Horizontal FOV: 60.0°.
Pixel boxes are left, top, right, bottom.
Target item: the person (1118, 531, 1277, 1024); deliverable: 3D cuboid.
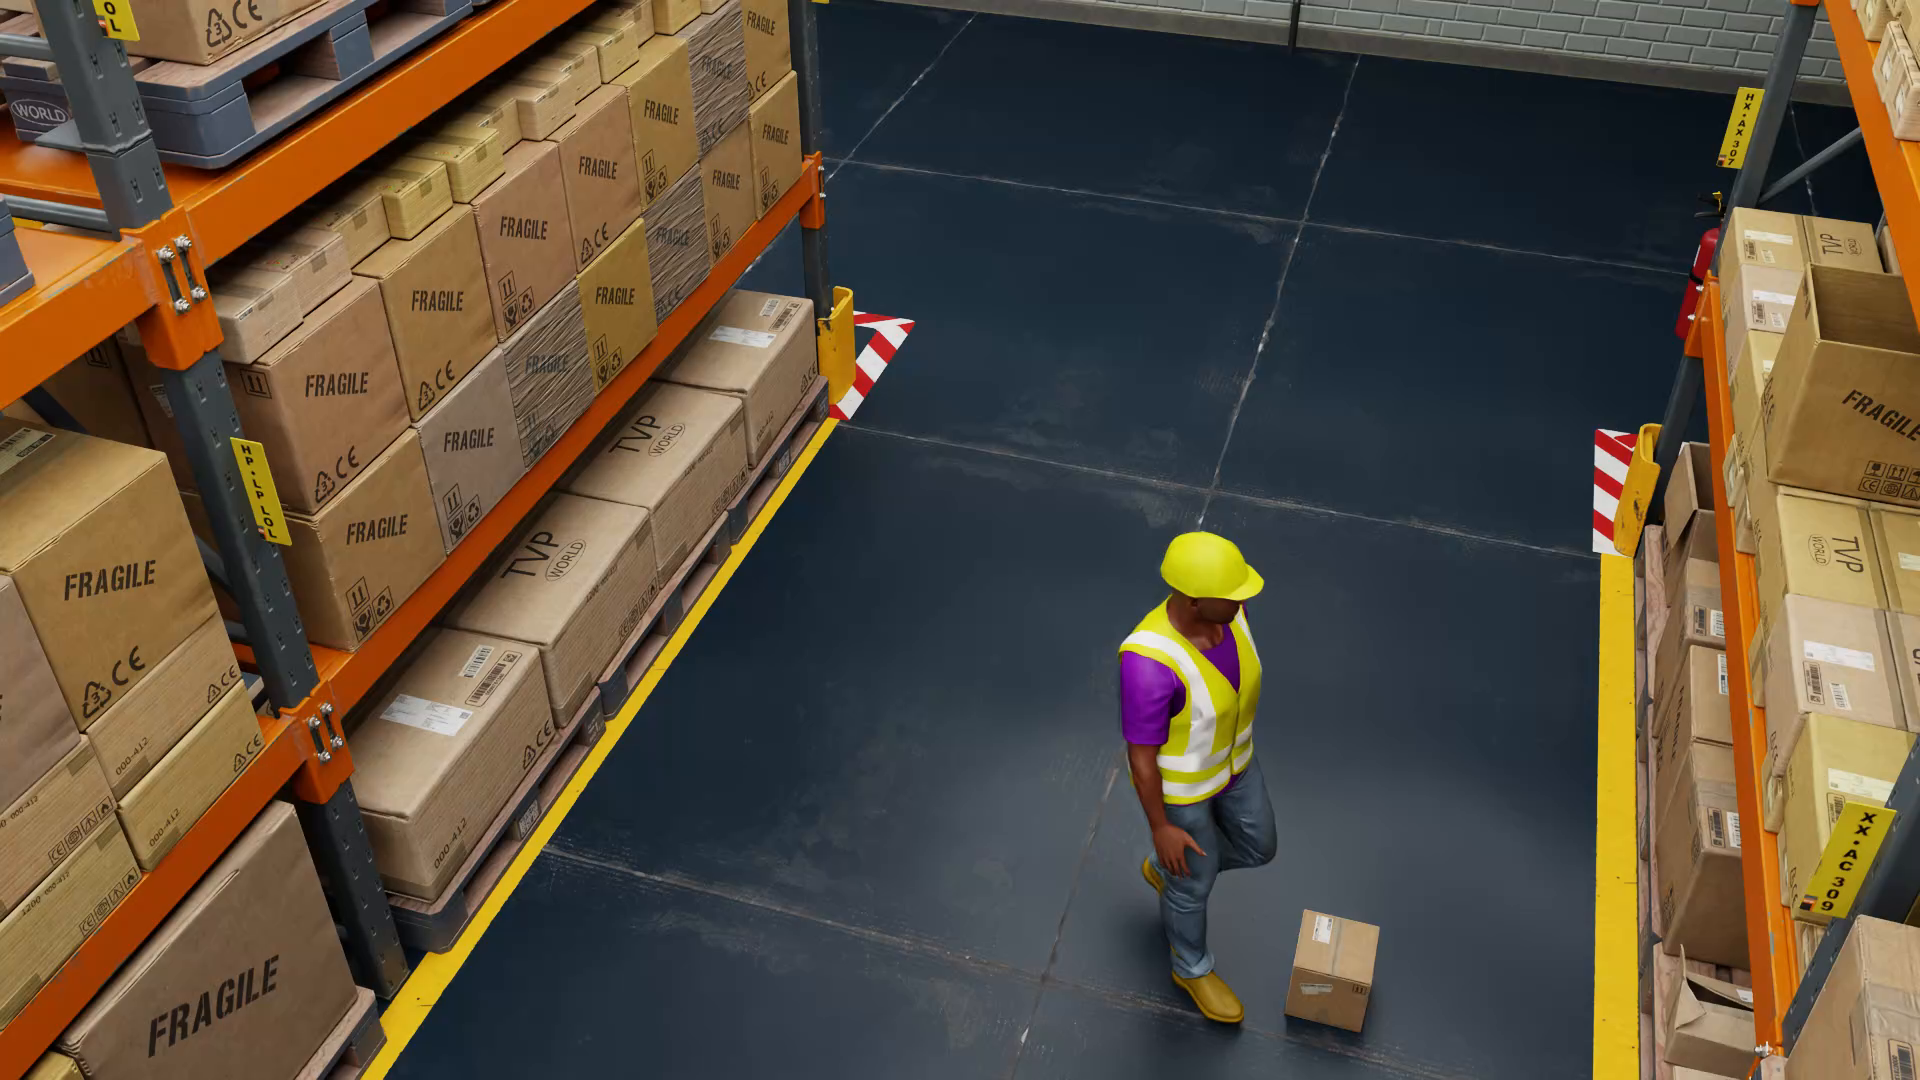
[{"bbox_3d":[0.768,0.739,5.138,0.571,1.762,0.619,28,45,32],"label":"person"}]
